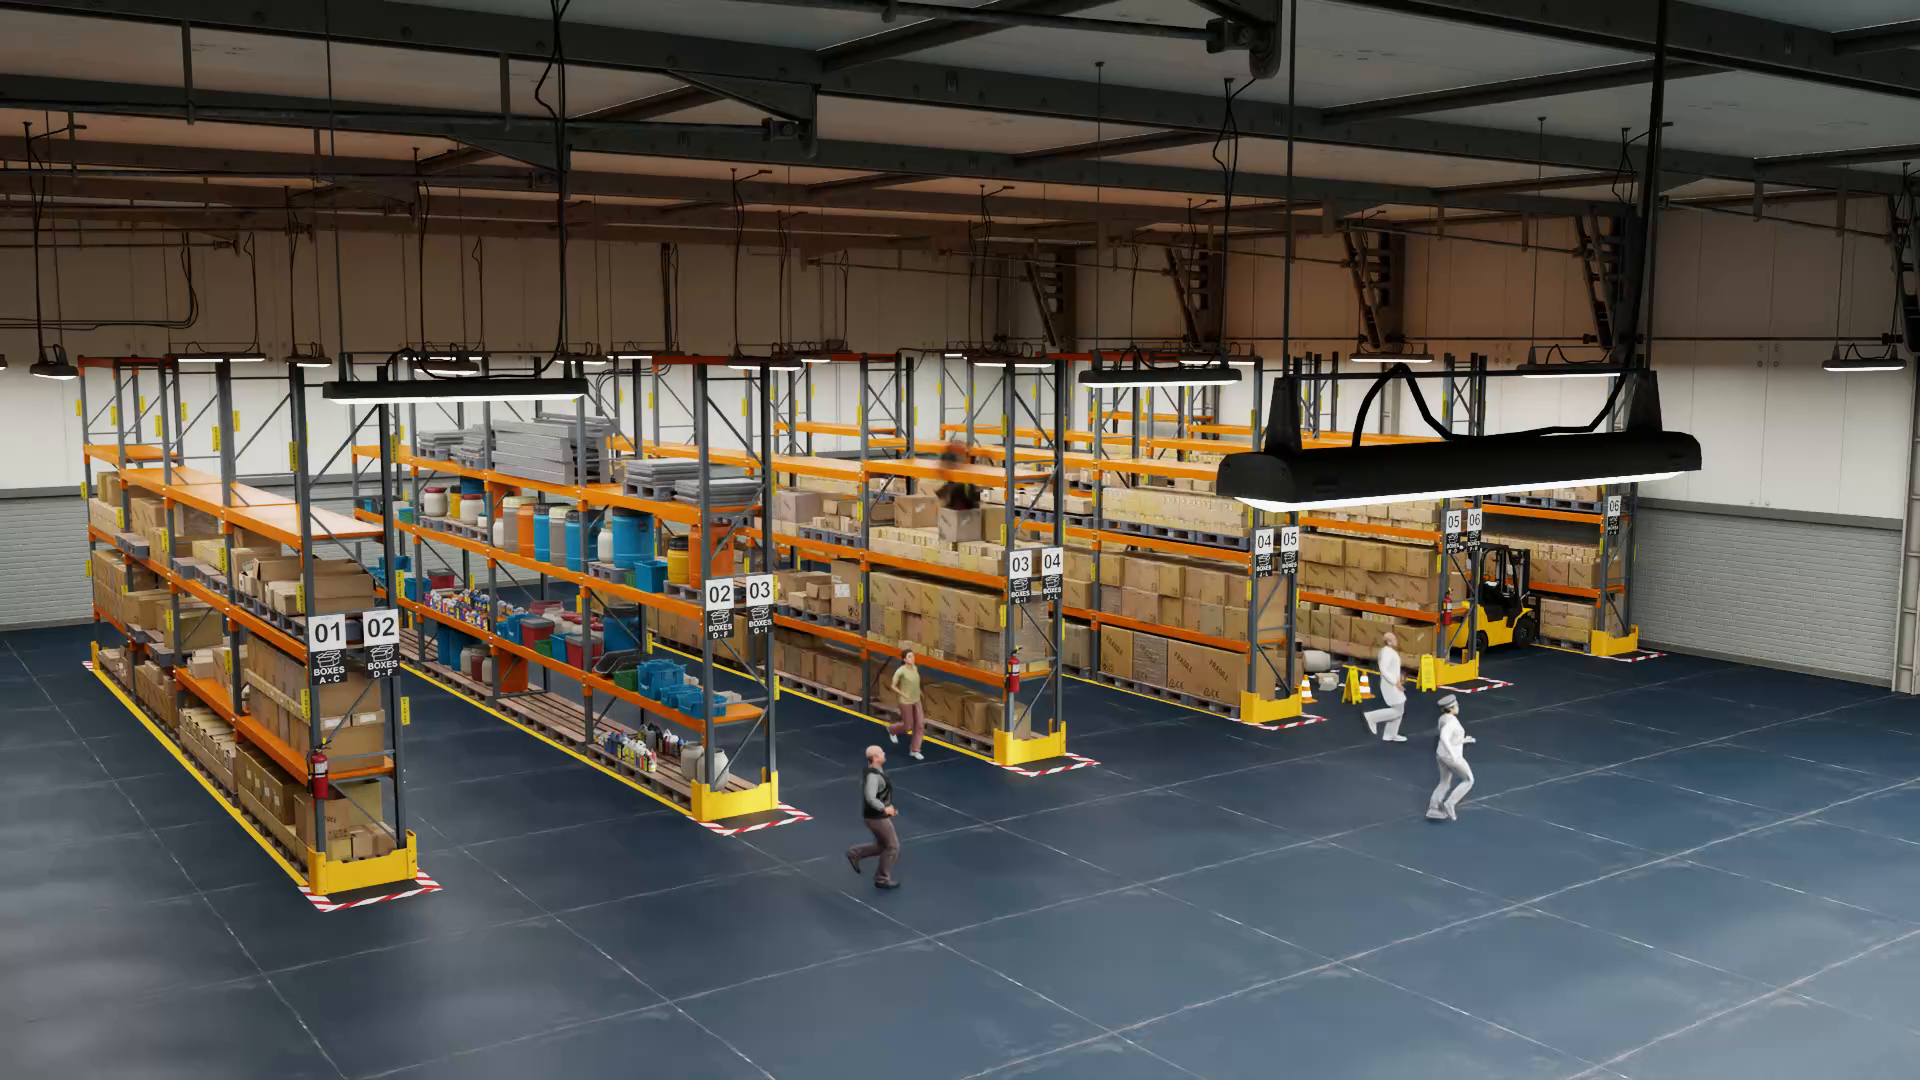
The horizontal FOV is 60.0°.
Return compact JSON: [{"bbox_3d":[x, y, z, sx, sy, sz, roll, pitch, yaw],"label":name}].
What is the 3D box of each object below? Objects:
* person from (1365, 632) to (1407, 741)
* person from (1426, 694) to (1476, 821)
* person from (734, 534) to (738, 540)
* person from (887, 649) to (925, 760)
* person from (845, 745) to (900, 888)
[{"bbox_3d":[6.716,2.310,26.158,0.666,1.736,0.714,1,7,11],"label":"person"},{"bbox_3d":[6.475,2.856,21.781,0.641,1.671,0.506,-1,7,-9],"label":"person"},{"bbox_3d":[-5.575,0.640,40.129,0.756,1.668,0.560,2,7,15],"label":"person"},{"bbox_3d":[-0.796,2.467,25.297,0.579,1.654,0.791,-6,9,-41],"label":"person"},{"bbox_3d":[-1.004,3.193,19.158,0.628,1.686,0.660,-1,7,-9],"label":"person"}]
